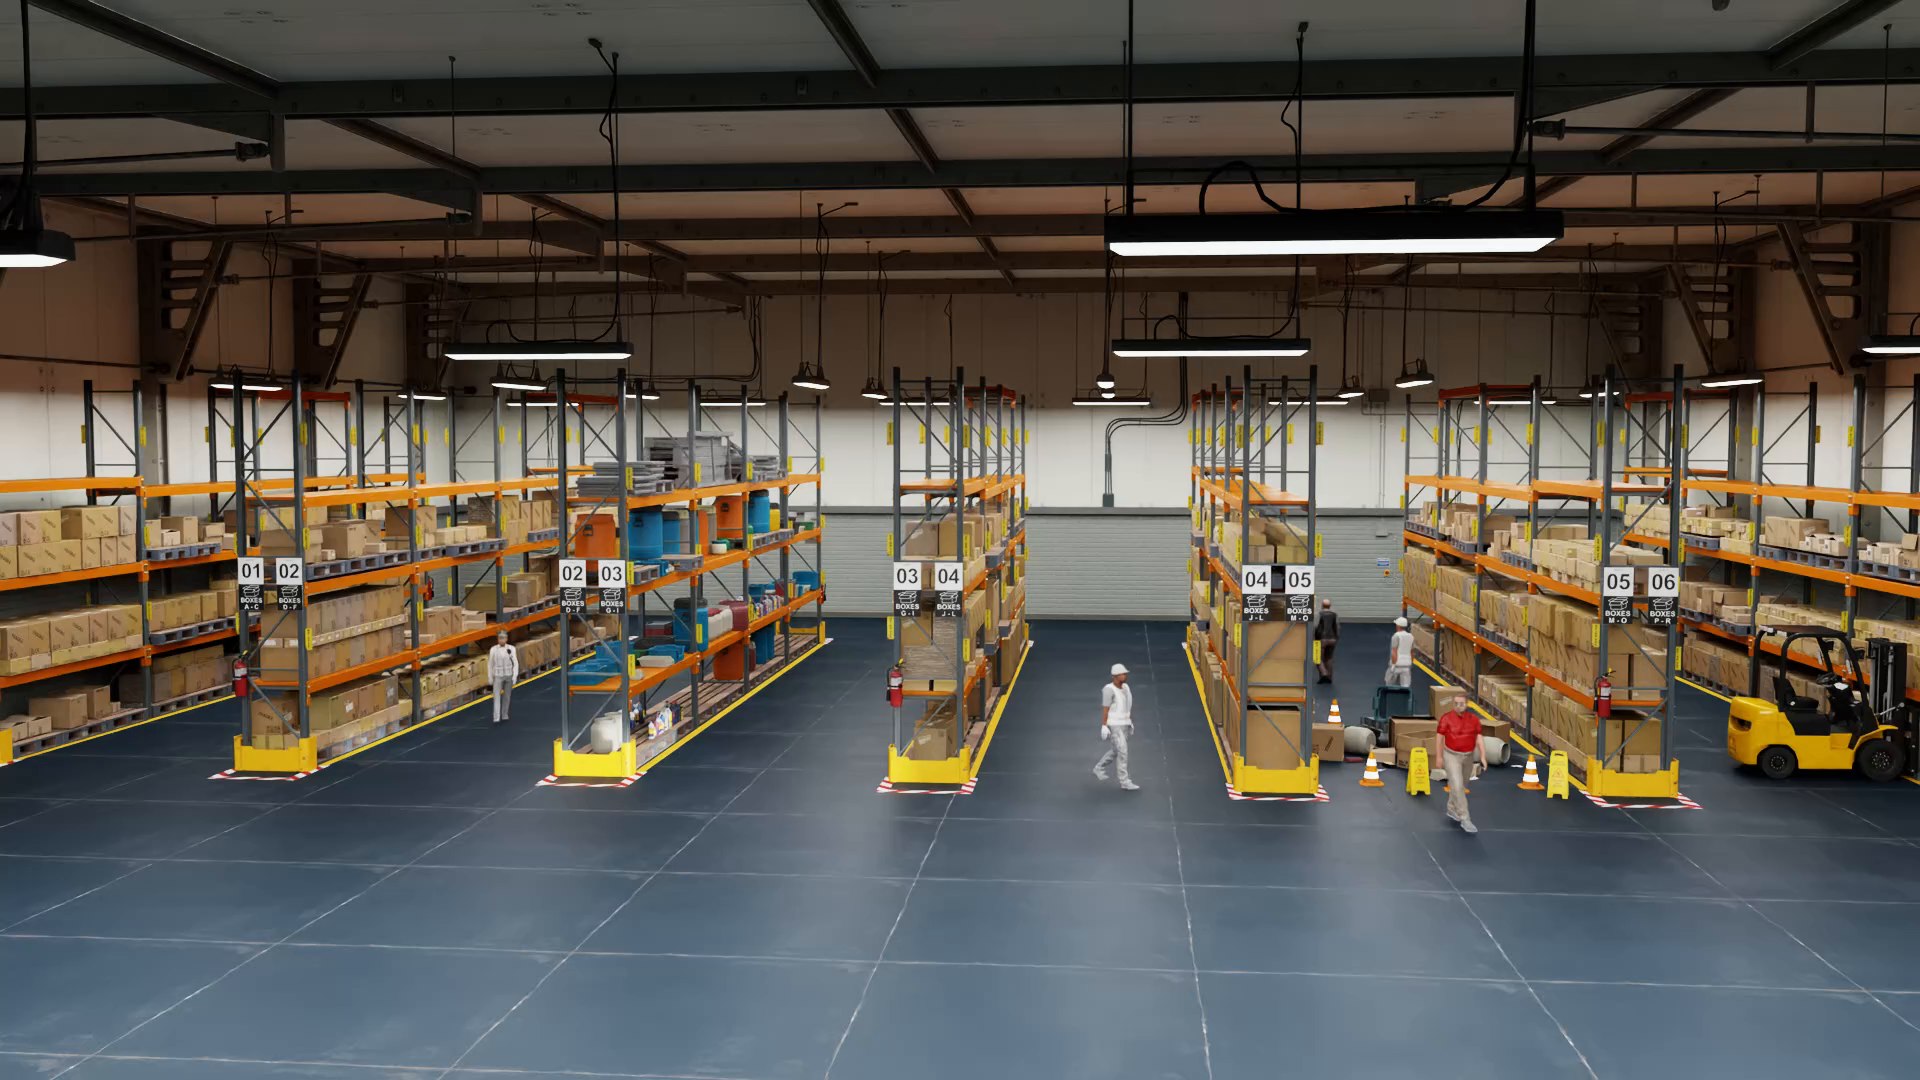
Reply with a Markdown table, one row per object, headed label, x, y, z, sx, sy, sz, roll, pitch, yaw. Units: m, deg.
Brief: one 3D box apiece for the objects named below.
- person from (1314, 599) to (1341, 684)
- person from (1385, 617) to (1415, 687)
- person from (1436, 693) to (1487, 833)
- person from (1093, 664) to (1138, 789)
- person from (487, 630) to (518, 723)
| label | x | y | z | sx | sy | sz | roll | pitch | yaw |
| --- | --- | --- | --- | --- | --- | --- | --- | --- | --- |
| person | 7.445 | 2.065 | 33.706 | 0.599 | 1.705 | 0.599 | -1 | 4 | -12 |
| person | 7.871 | 2.280 | 29.605 | 0.518 | 1.808 | 0.537 | 0 | 4 | -5 |
| person | 6.428 | 2.810 | 21.324 | 0.555 | 1.687 | 0.785 | -1 | 4 | -12 |
| person | 2.252 | 2.646 | 23.825 | 0.906 | 1.756 | 0.610 | 3 | 4 | 38 |
| person | -7.931 | 2.369 | 28.884 | 0.517 | 1.624 | 1.036 | -2 | 4 | -24 |
